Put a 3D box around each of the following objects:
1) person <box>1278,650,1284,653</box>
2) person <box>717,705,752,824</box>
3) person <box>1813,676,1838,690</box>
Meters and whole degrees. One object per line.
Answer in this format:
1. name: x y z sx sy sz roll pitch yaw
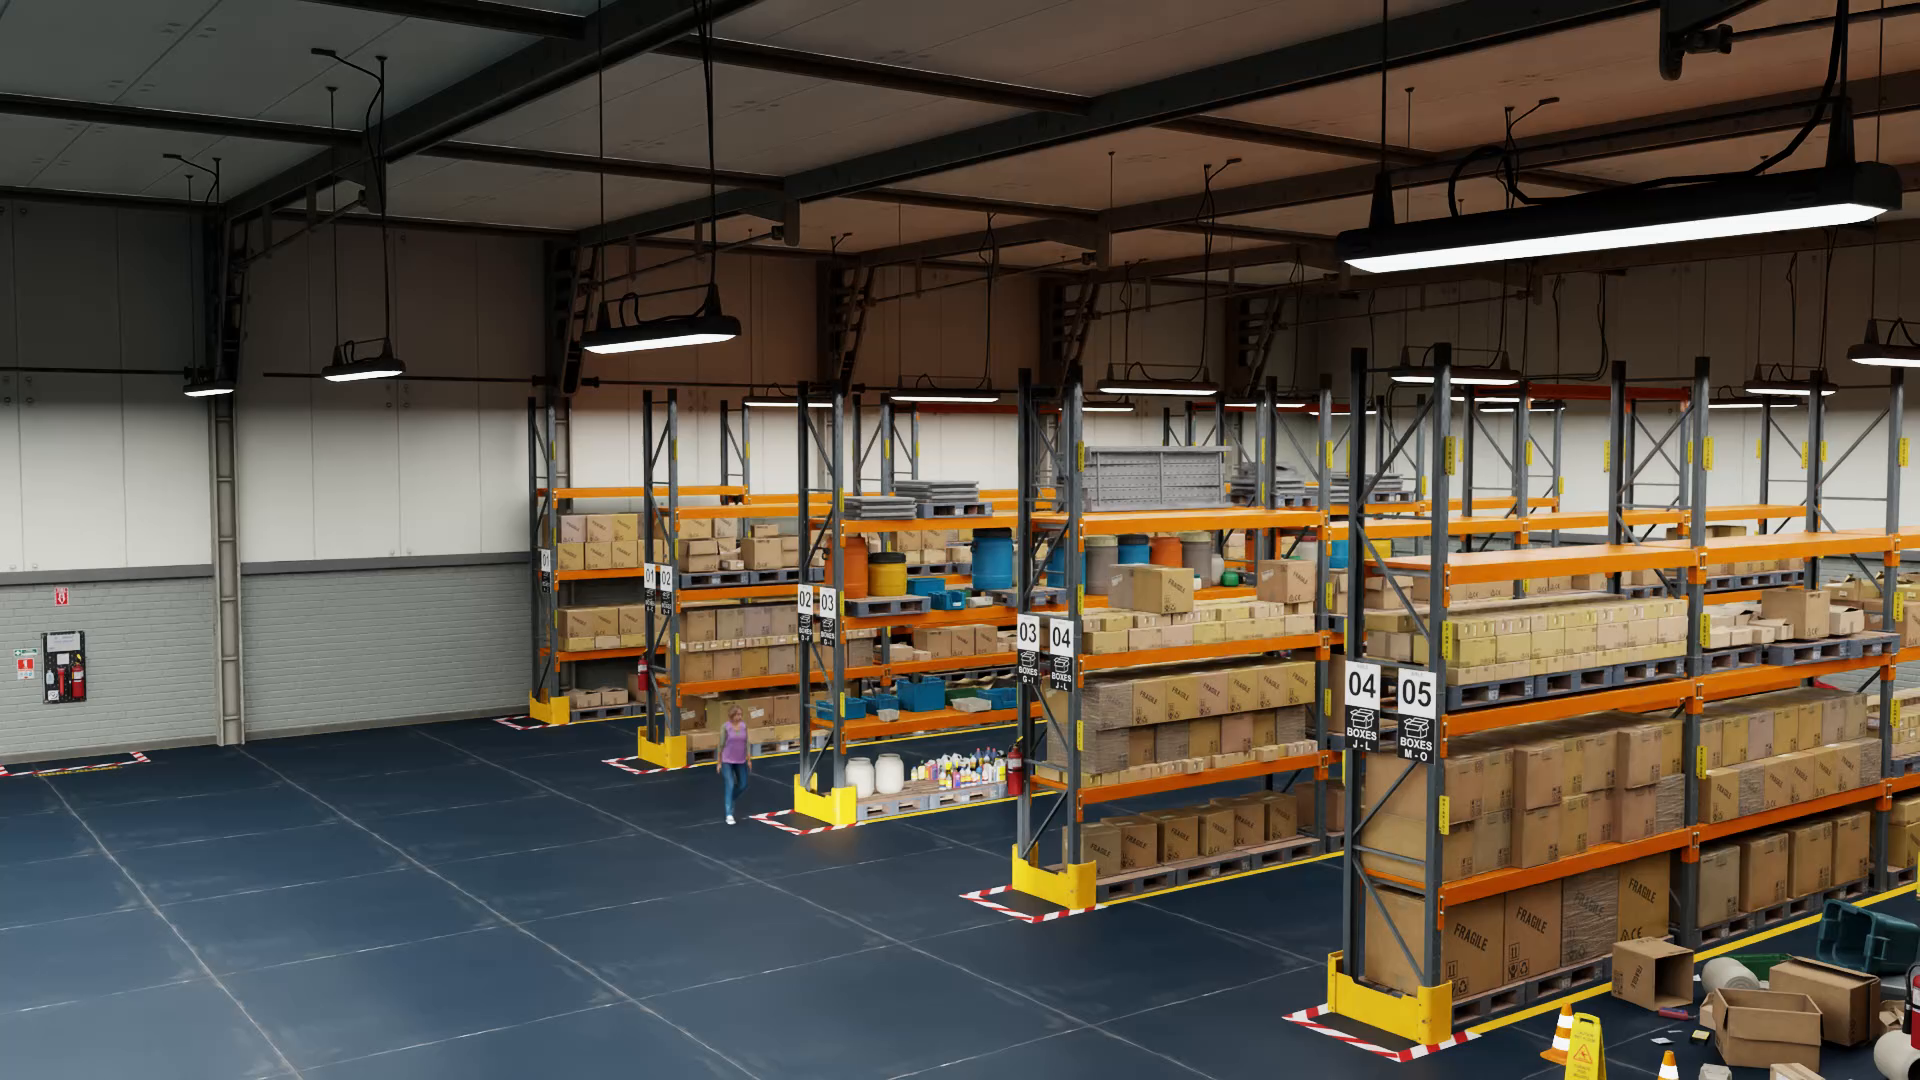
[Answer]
1. person: 7.527 1.988 38.839 1.015 1.720 0.581 -2 4 -30
2. person: -3.108 3.030 22.731 0.479 1.584 0.676 -2 4 -30
3. person: 13.489 2.817 25.984 0.704 1.634 0.716 -2 4 -27
